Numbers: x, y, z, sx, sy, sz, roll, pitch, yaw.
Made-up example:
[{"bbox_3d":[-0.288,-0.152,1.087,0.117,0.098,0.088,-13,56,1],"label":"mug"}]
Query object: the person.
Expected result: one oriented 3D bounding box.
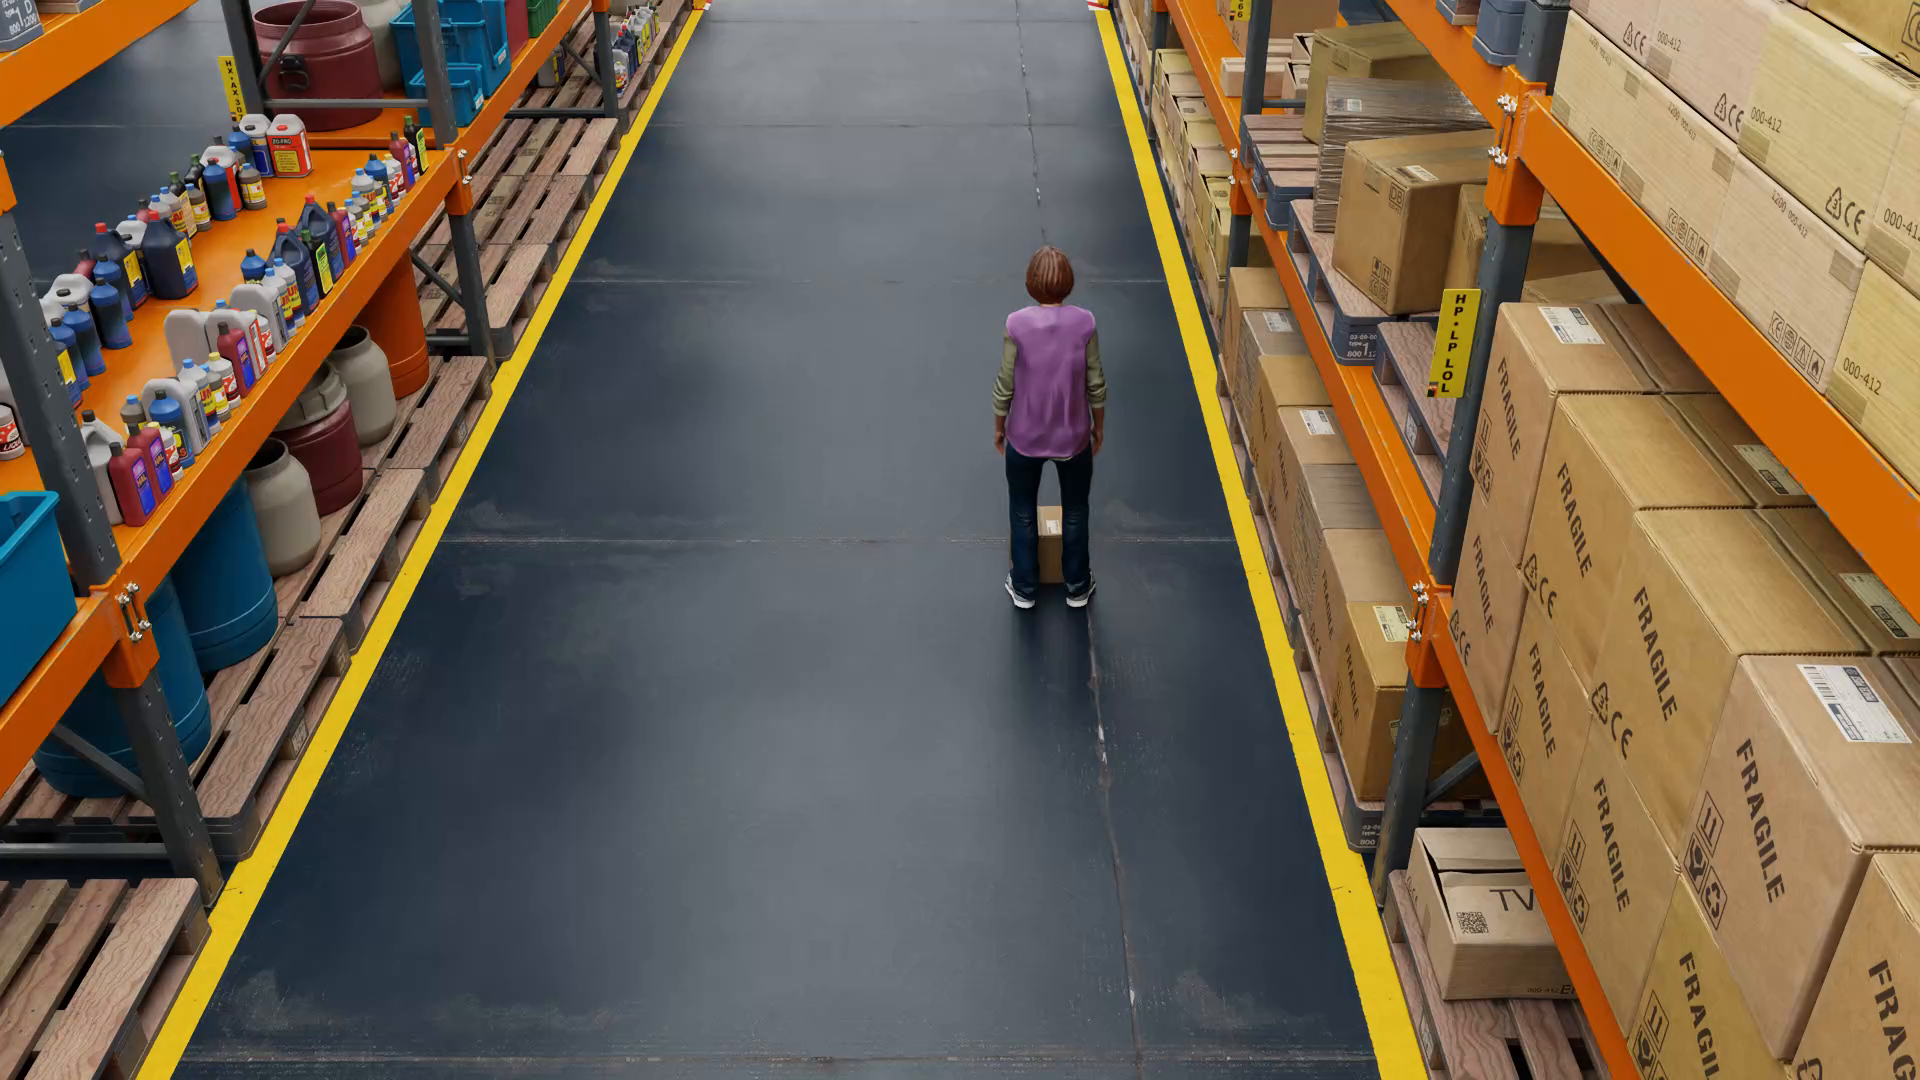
[{"bbox_3d":[0.364,-0.324,6.893,0.461,1.351,0.321,0,32,0],"label":"person"}]
